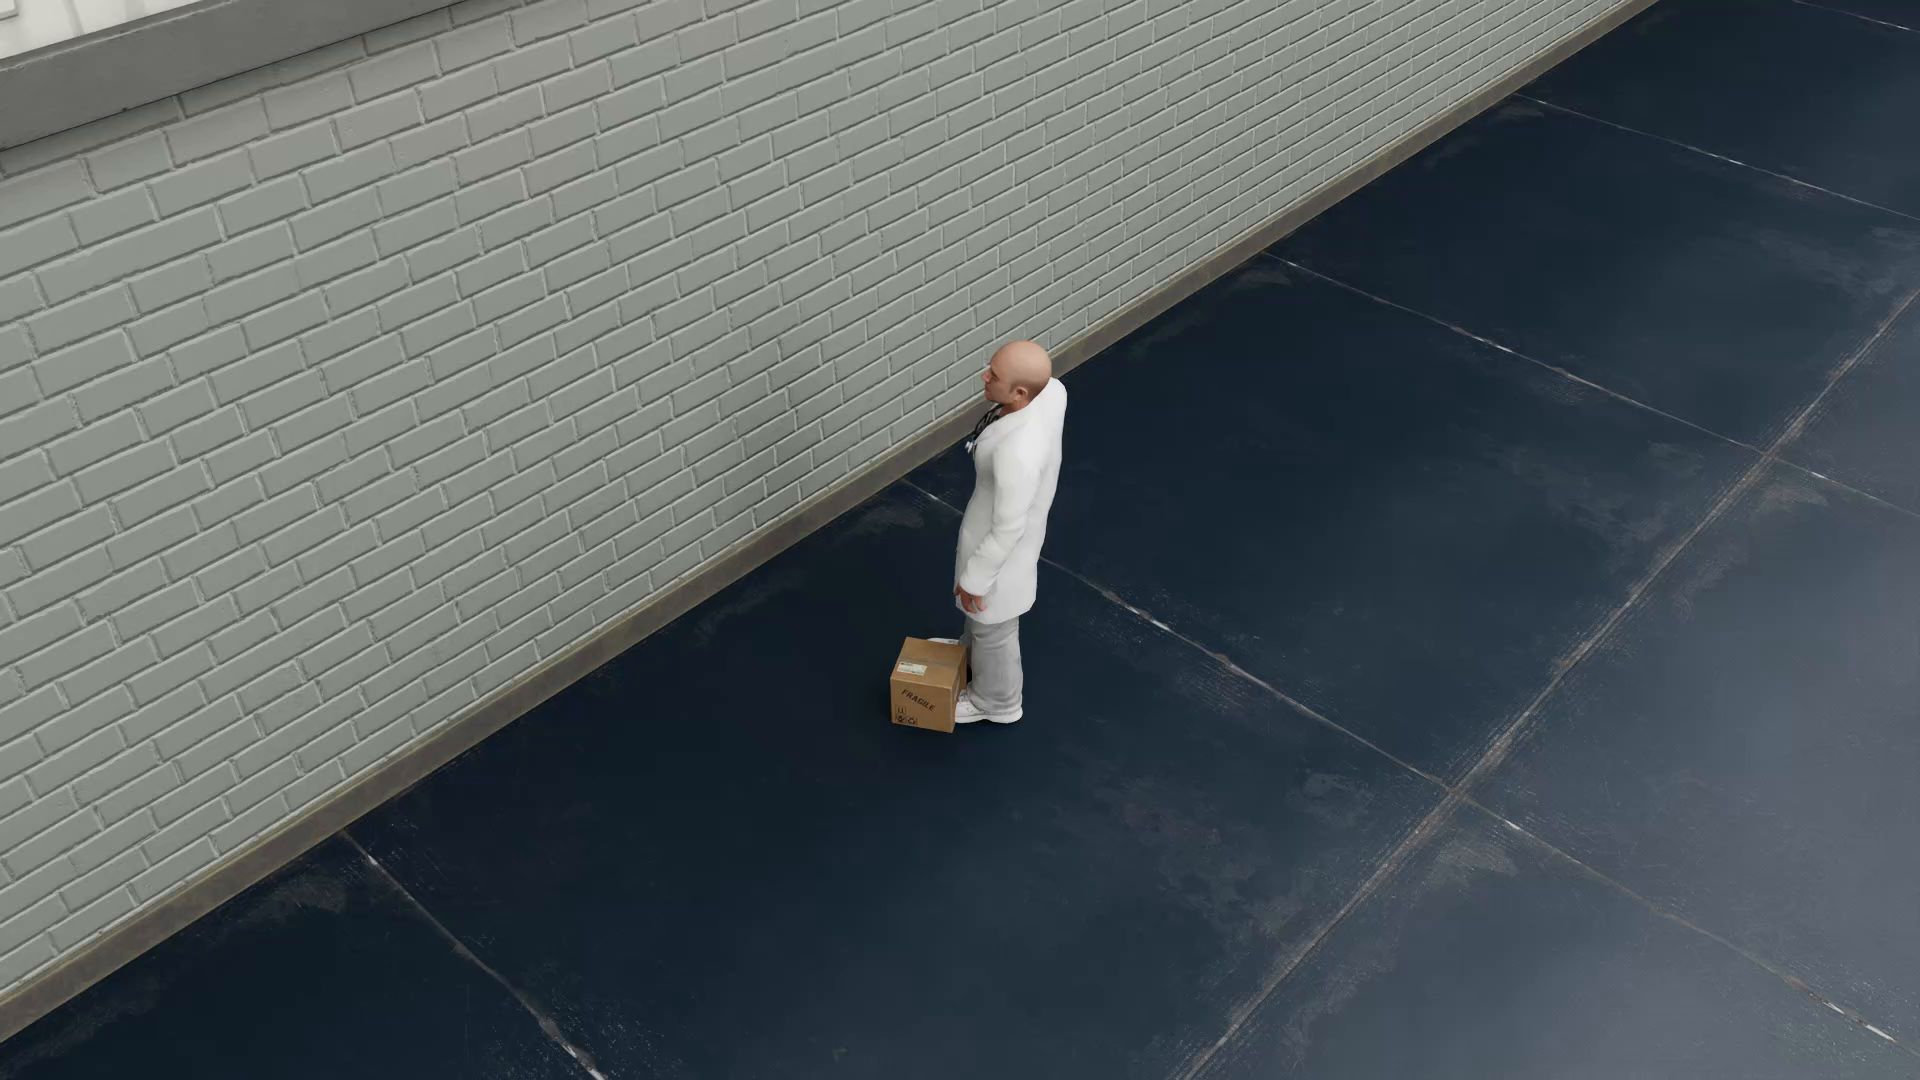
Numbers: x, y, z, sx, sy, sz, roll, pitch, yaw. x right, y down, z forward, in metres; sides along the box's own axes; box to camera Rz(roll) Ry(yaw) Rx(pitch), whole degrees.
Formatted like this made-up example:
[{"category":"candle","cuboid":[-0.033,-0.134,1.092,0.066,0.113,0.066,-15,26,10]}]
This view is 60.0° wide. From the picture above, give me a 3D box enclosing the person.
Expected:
[{"category":"person","cuboid":[0.062,-0.012,6.166,0.579,1.778,0.698,9,40,11]}]
